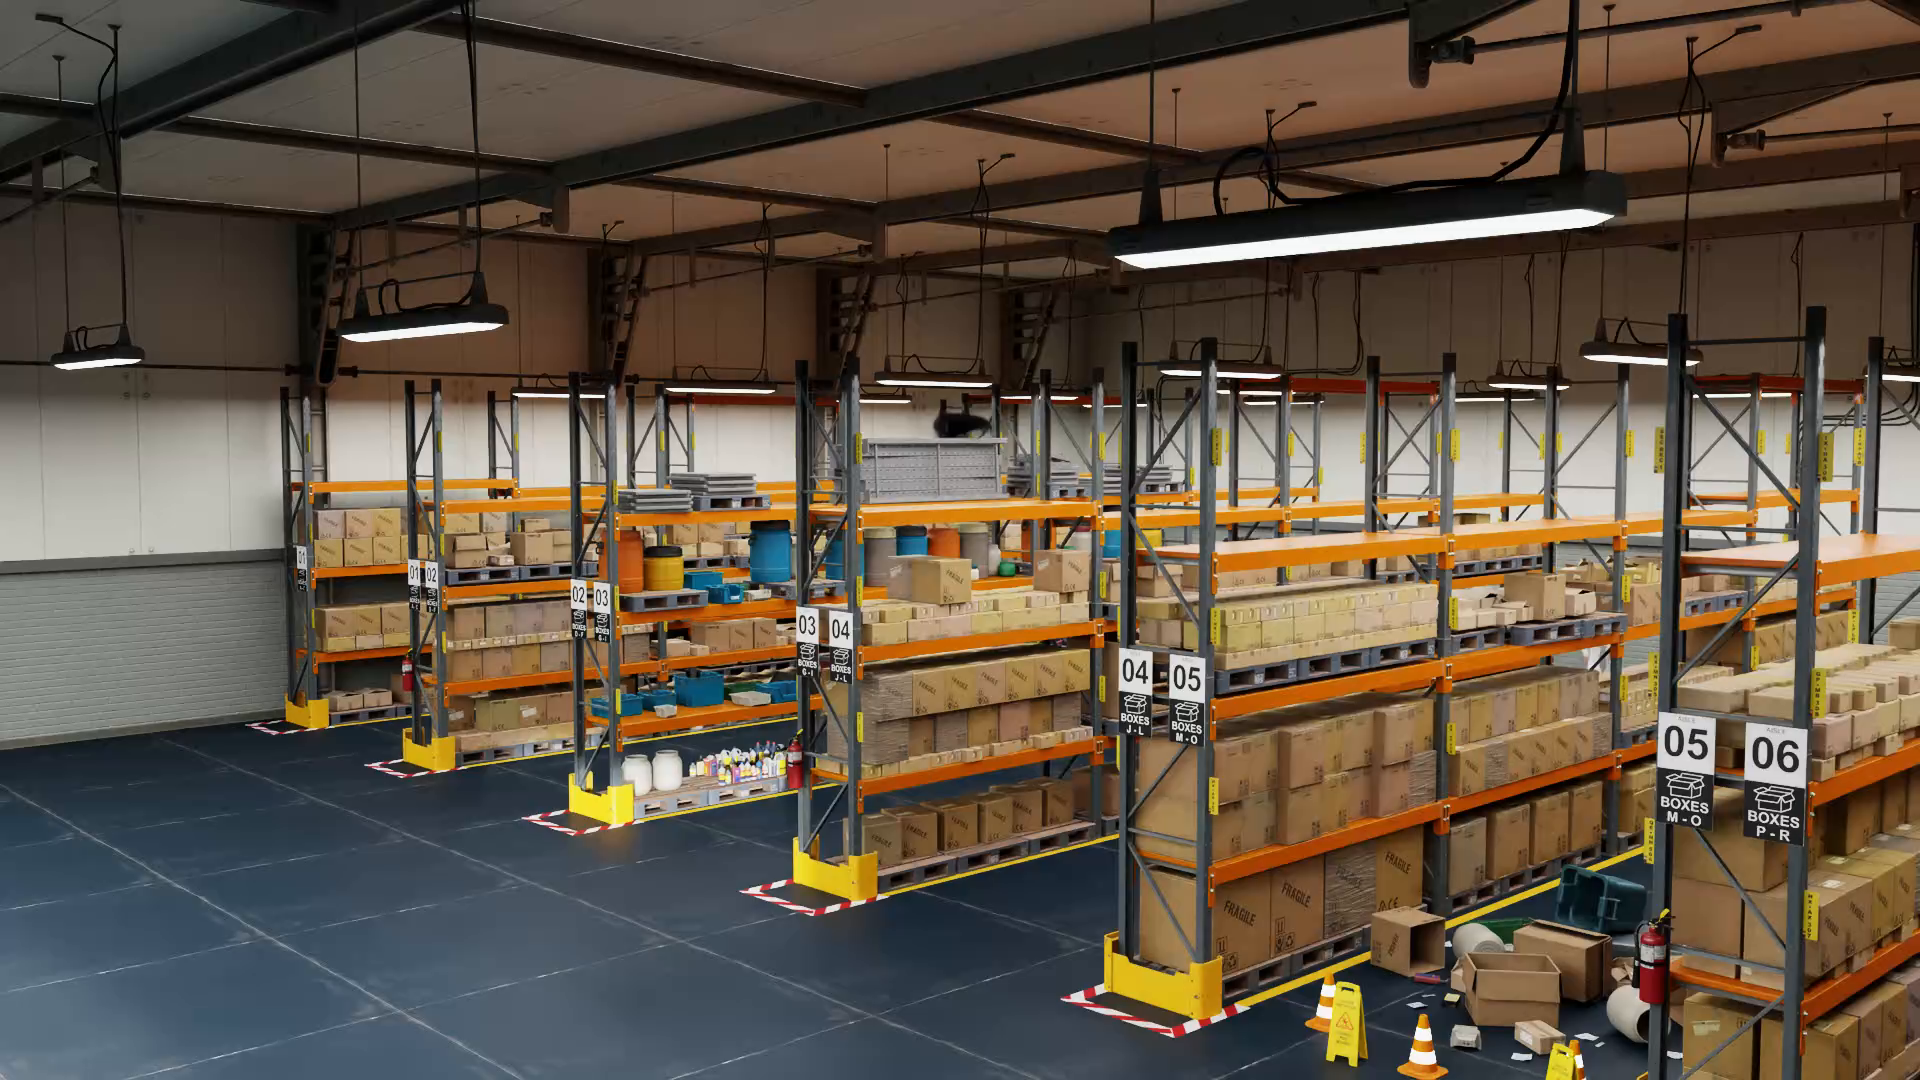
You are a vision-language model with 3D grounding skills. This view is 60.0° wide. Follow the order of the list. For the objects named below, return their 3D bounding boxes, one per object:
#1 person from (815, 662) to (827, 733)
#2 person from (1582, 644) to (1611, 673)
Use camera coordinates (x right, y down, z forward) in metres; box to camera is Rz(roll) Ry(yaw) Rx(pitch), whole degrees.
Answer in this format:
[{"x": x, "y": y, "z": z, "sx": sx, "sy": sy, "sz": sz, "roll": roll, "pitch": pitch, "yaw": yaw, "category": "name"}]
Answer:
[{"x": -2.509, "y": 2.542, "z": 28.768, "sx": 0.563, "sy": 1.618, "sz": 0.697, "roll": 3, "pitch": 5, "yaw": 36, "category": "person"}, {"x": 11.784, "y": 2.346, "z": 30.559, "sx": 0.617, "sy": 1.827, "sz": 0.923, "roll": 0, "pitch": 4, "yaw": 4, "category": "person"}]
